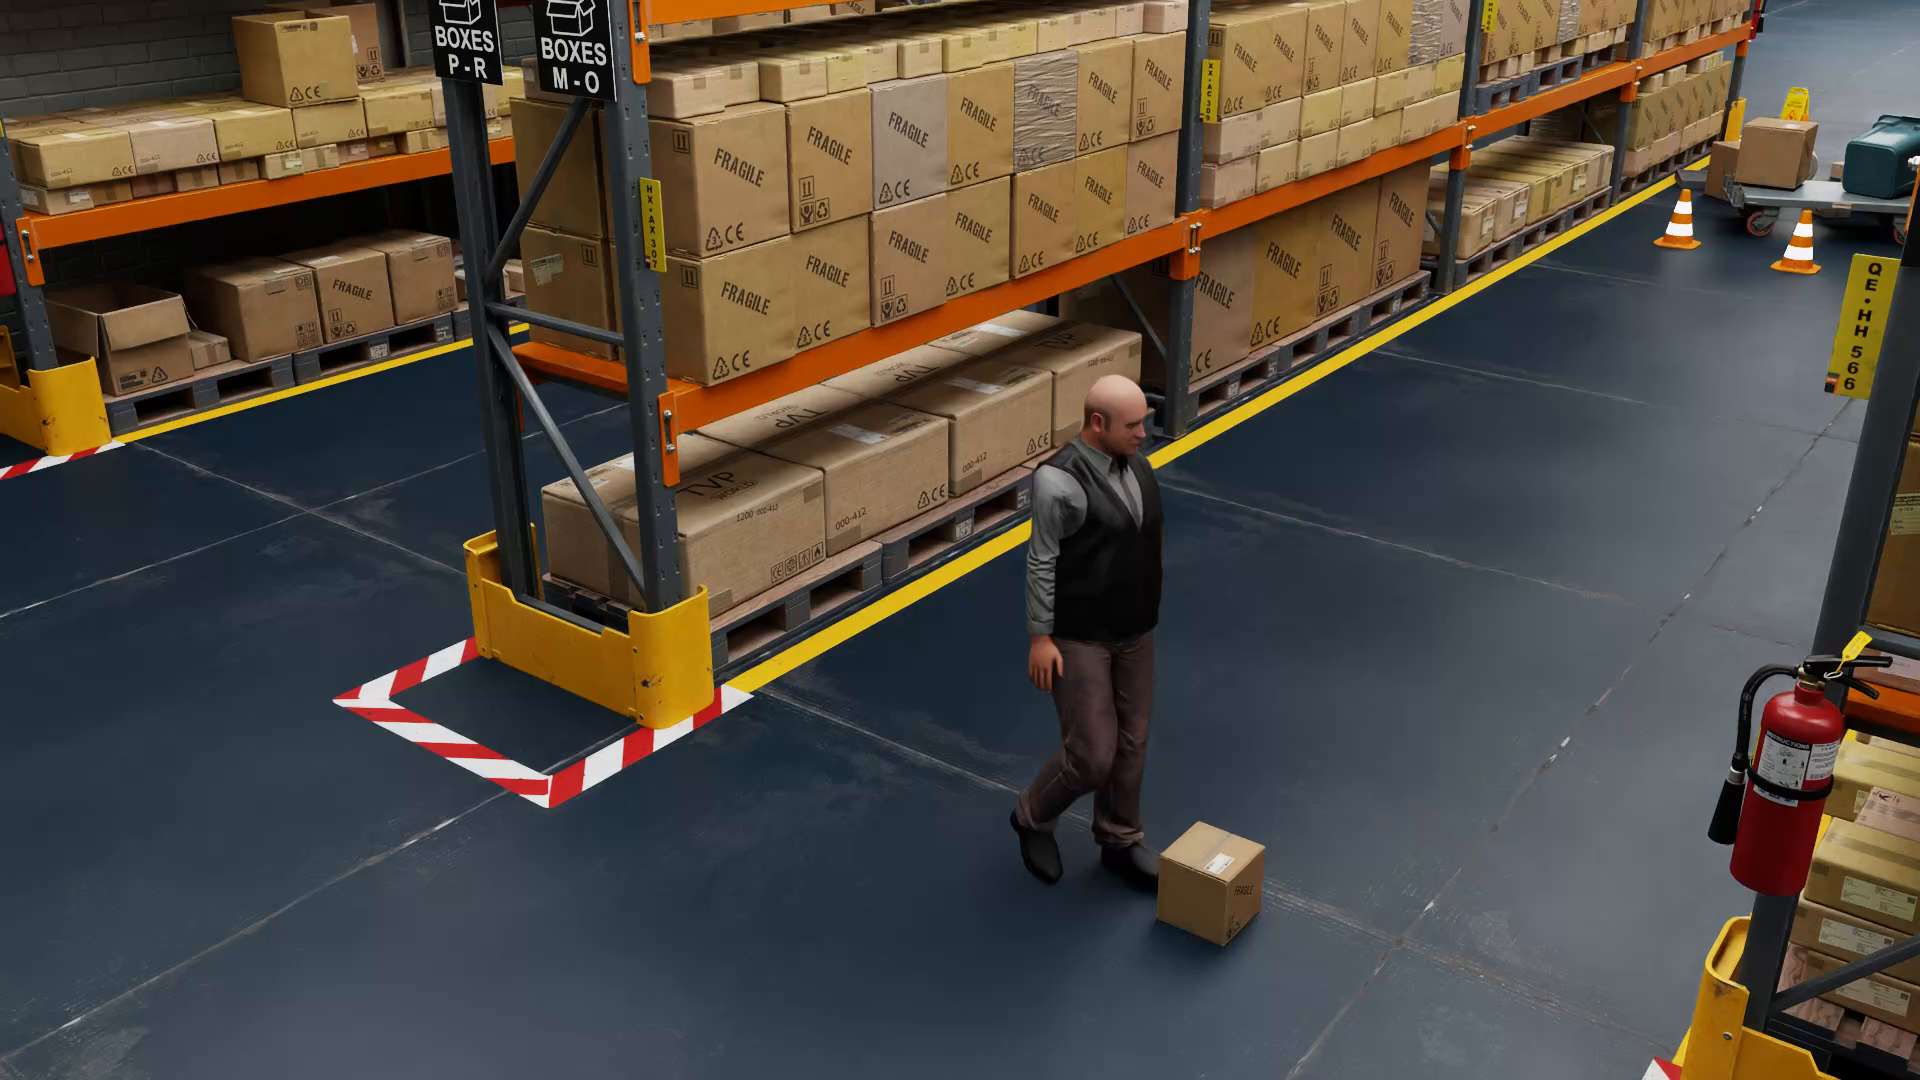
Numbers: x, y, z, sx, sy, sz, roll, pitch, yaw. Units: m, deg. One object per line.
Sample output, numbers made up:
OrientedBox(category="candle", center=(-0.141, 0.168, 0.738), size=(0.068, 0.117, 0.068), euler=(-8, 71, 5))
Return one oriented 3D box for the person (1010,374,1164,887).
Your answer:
OrientedBox(category="person", center=(0.494, 0.317, 5.350), size=(0.561, 1.717, 0.532), euler=(-21, 31, -40))
